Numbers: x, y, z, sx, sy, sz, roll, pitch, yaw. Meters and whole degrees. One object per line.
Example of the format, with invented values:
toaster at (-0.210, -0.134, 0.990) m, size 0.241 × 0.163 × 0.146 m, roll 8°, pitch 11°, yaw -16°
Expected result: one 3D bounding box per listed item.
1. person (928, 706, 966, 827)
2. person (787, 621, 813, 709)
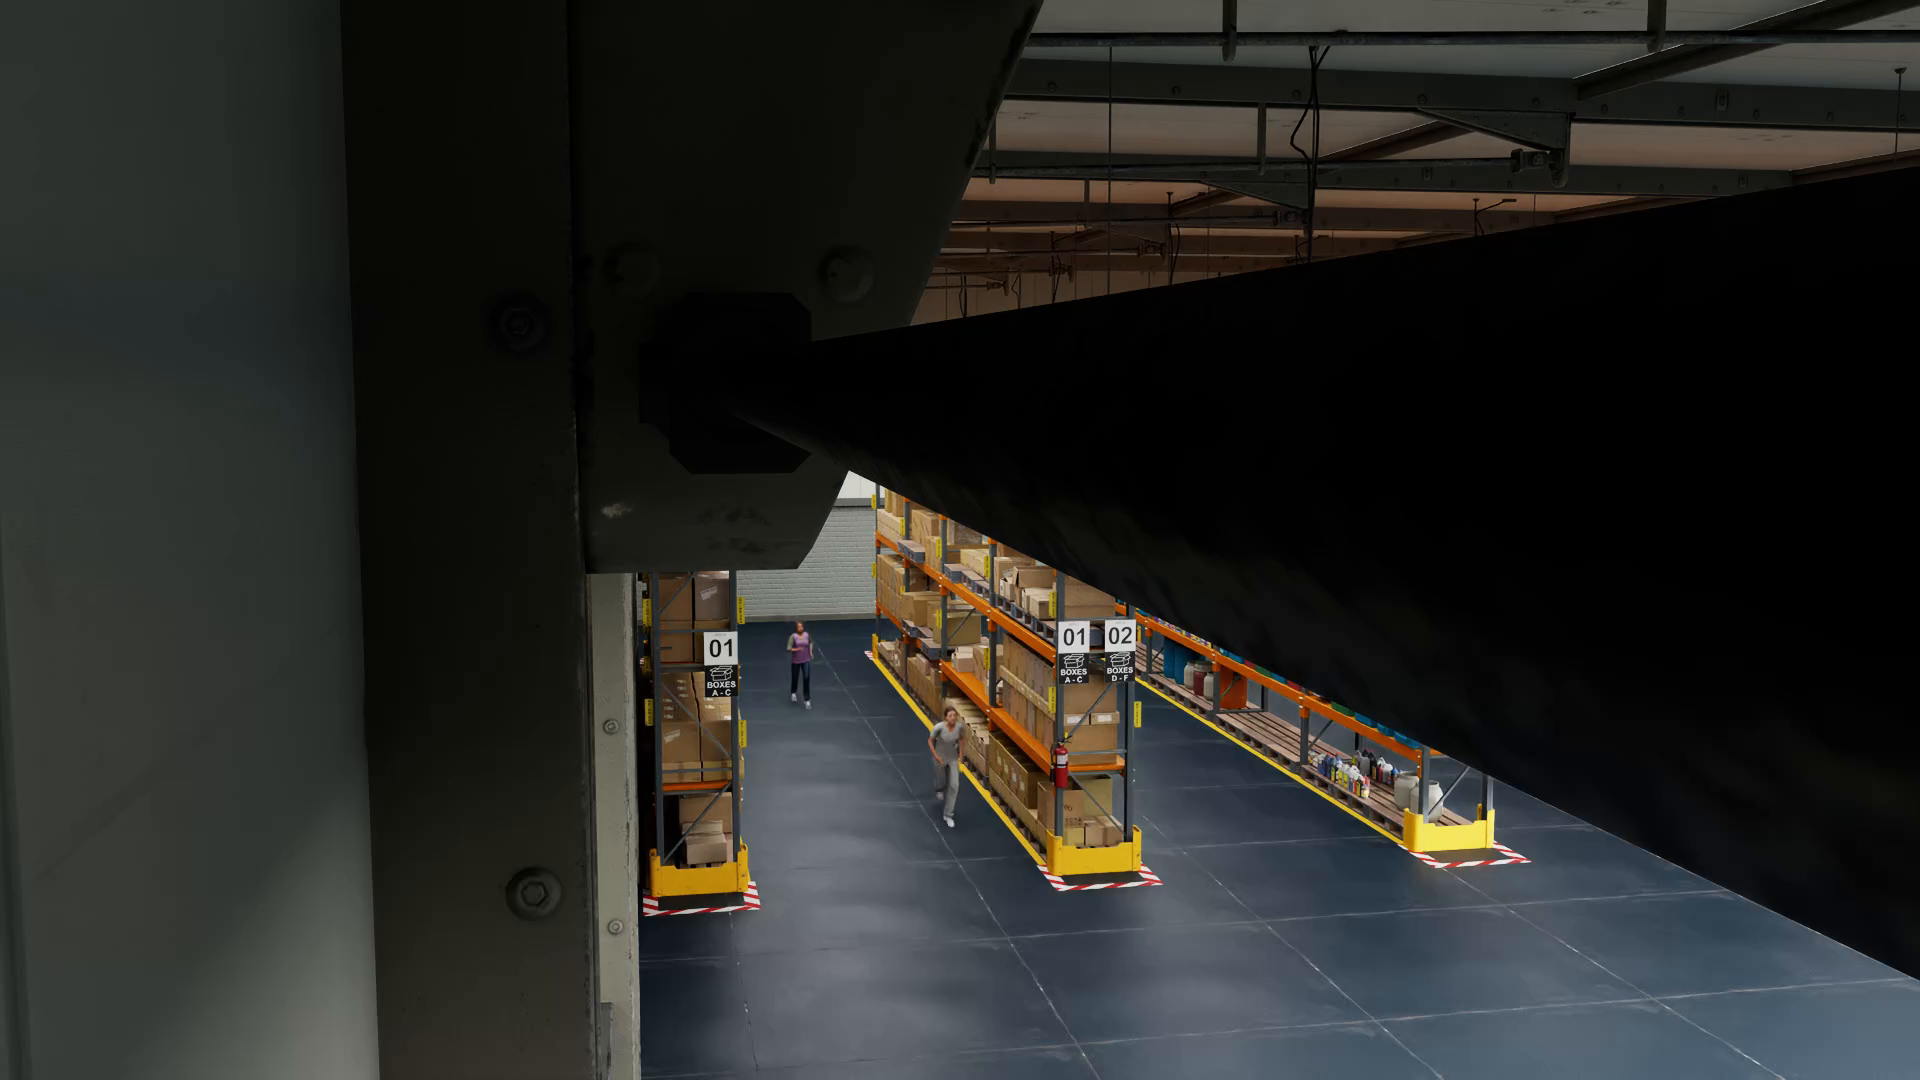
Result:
person at (-0.192, 3.131, 23.458) m, size 0.564 × 1.658 × 0.996 m, roll -1°, pitch 6°, yaw -13°
person at (-2.997, 2.307, 31.221) m, size 0.534 × 1.601 × 0.860 m, roll -2°, pitch 6°, yaw -16°
